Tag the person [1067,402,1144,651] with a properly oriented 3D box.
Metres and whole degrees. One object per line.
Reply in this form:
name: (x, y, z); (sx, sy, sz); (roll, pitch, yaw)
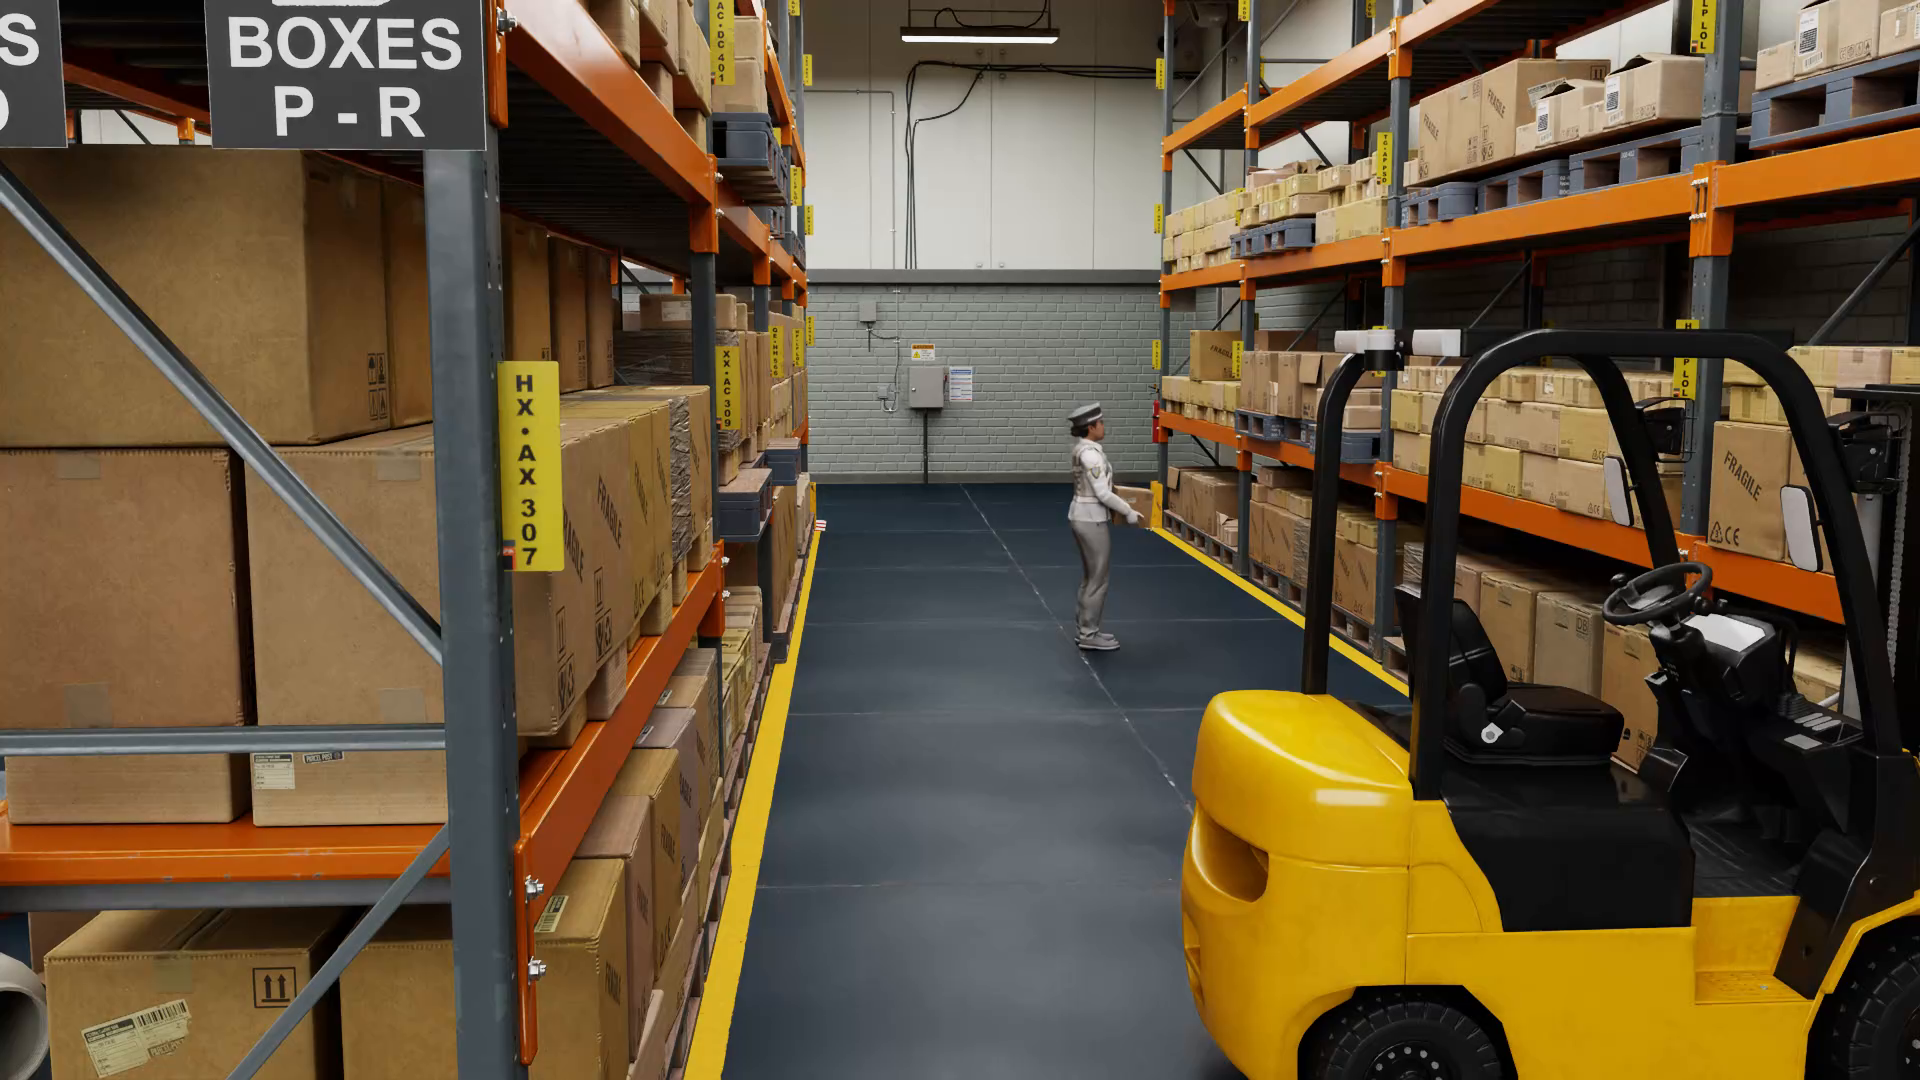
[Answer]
person: (0.990, -0.104, 11.469); (0.517, 1.692, 0.482); (0, 7, -4)
